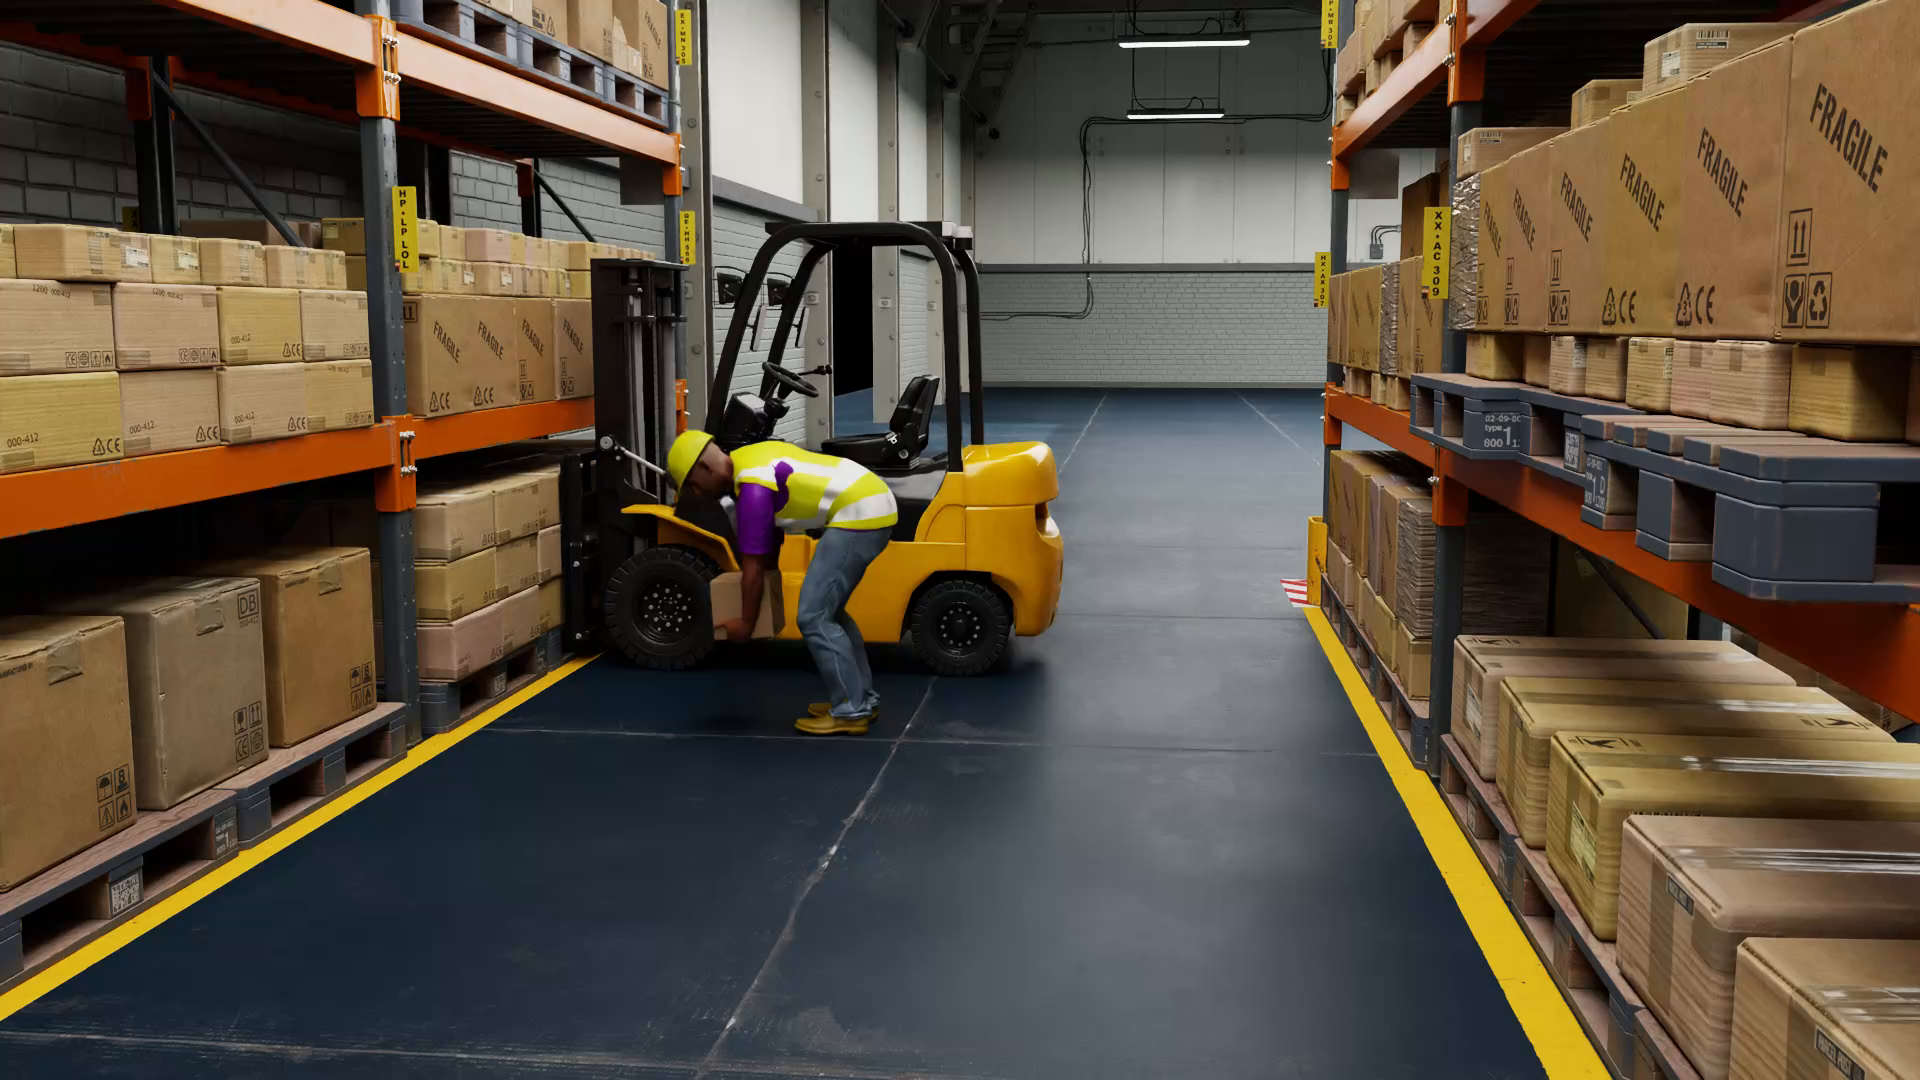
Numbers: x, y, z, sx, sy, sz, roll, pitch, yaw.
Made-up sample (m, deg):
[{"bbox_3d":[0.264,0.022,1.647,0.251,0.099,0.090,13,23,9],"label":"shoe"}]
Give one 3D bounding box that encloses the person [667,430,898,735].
[{"bbox_3d":[-0.736,0.165,6.936,0.956,1.242,0.475,1,8,4],"label":"person"}]
